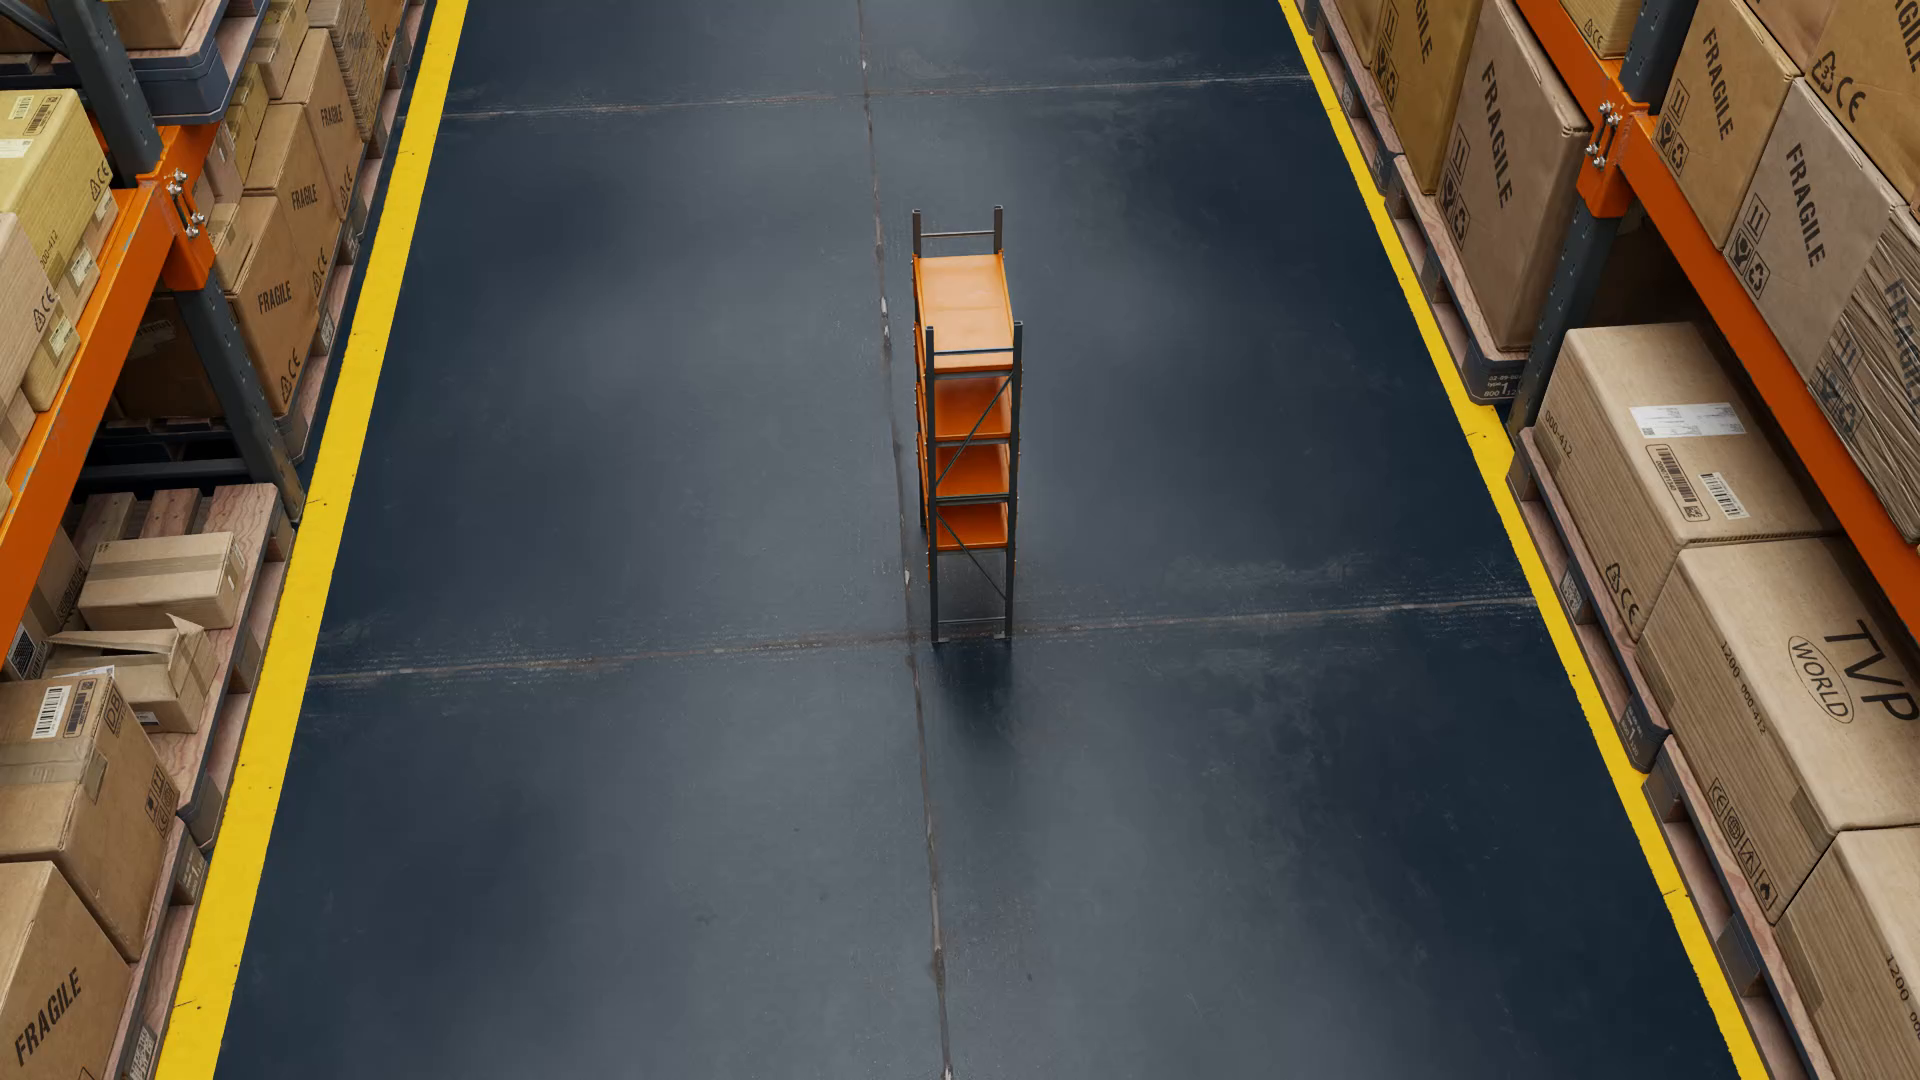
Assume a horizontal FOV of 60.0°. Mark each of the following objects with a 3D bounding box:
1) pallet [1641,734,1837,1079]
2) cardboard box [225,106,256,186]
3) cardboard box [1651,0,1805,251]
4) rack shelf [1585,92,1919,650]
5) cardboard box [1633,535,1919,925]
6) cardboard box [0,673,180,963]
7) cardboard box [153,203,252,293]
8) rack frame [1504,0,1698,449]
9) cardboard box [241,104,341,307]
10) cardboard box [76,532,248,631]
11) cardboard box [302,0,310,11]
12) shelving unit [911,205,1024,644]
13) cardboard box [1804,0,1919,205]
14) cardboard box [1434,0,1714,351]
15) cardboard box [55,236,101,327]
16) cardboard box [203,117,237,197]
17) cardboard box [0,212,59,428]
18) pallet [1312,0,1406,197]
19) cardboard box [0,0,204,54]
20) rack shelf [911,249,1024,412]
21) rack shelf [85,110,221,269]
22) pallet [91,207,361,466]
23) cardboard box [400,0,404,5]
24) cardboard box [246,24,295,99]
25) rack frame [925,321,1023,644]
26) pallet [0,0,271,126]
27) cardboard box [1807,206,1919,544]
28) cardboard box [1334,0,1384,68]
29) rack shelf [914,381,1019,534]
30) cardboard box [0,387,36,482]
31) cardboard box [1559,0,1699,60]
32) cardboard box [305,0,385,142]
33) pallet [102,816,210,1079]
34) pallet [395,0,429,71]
[{"bbox_3d":[2.431,1.000,4.157,1.003,0.211,1.213,-3,47,-3],"label":"pallet"},{"bbox_3d":[-2.504,-1.258,5.361,0.380,0.149,0.250,-6,47,-5],"label":"cardboard box"},{"bbox_3d":[2.118,-1.077,4.135,0.500,0.500,0.500,-2,47,-2],"label":"cardboard box"},{"bbox_3d":[2.508,0.296,3.399,1.077,0.370,4.000,-3,47,-3],"label":"rack shelf"},{"bbox_3d":[2.361,0.447,4.236,0.875,0.438,0.875,-5,47,-4],"label":"cardboard box"},{"bbox_3d":[-2.347,0.695,3.958,0.700,0.500,0.500,-5,47,-5],"label":"cardboard box"},{"bbox_3d":[-2.371,-0.877,5.001,0.380,0.149,0.250,-1,47,-1],"label":"cardboard box"},{"bbox_3d":[2.340,-1.398,4.508,1.000,3.000,0.127,-3,47,-3],"label":"rack frame"},{"bbox_3d":[-2.476,-1.127,5.684,0.500,0.500,0.500,-4,47,-4],"label":"cardboard box"},{"bbox_3d":[-2.267,0.127,4.738,0.380,0.149,0.250,-5,47,-4],"label":"cardboard box"},{"bbox_3d":[-2.594,-2.012,6.075,0.380,0.149,0.250,-3,47,-3],"label":"cardboard box"},{"bbox_3d":[0.014,-0.293,4.701,0.258,1.200,0.503,-3,47,-3],"label":"shelving unit"},{"bbox_3d":[2.175,-1.051,3.422,0.500,0.500,0.500,-4,47,-4],"label":"cardboard box"},{"bbox_3d":[2.208,-1.256,5.547,0.875,0.875,0.875,-2,47,-2],"label":"cardboard box"},{"bbox_3d":[-2.284,-0.605,3.930,0.380,0.149,0.250,-2,47,-2],"label":"cardboard box"},{"bbox_3d":[-2.440,-1.165,5.068,0.380,0.149,0.250,-6,47,-5],"label":"cardboard box"},{"bbox_3d":[-2.263,-0.429,3.489,0.500,0.250,0.500,-3,47,-3],"label":"cardboard box"},{"bbox_3d":[2.095,-1.878,6.883,1.003,0.211,1.213,-3,47,-3],"label":"pallet"},{"bbox_3d":[-2.423,-1.636,4.376,0.700,0.500,0.500,-2,47,-2],"label":"cardboard box"},{"bbox_3d":[0.014,-0.563,4.416,0.258,0.148,0.480,-3,47,-3],"label":"rack shelf"},{"bbox_3d":[-2.773,-2.293,5.852,1.077,0.370,4.000,-3,47,-3],"label":"rack shelf"},{"bbox_3d":[-2.712,-0.721,5.788,1.003,0.211,1.213,-3,47,-3],"label":"pallet"},{"bbox_3d":[-2.660,-2.617,7.095,0.500,0.500,0.500,-4,47,-4],"label":"cardboard box"},{"bbox_3d":[-2.524,-1.639,5.722,0.380,0.149,0.250,-4,47,-3],"label":"cardboard box"},{"bbox_3d":[0.034,-0.116,4.534,0.240,1.200,0.015,-3,47,-3],"label":"rack frame"},{"bbox_3d":[-2.564,-1.613,4.844,1.003,0.211,1.213,-3,47,-3],"label":"pallet"},{"bbox_3d":[2.192,-0.353,3.449,0.500,0.500,0.500,-3,47,-3],"label":"cardboard box"},{"bbox_3d":[2.051,-2.556,6.779,0.875,0.875,0.875,-3,47,-3],"label":"cardboard box"},{"bbox_3d":[0.014,-0.247,4.750,0.258,0.148,0.480,-3,47,-3],"label":"rack shelf"},{"bbox_3d":[-2.243,-0.227,3.572,0.380,0.149,0.250,-2,47,-2],"label":"cardboard box"},{"bbox_3d":[2.051,-1.656,4.856,0.500,0.250,0.500,-4,47,-4],"label":"cardboard box"},{"bbox_3d":[-2.551,-1.864,6.382,0.500,0.500,0.500,-5,47,-5],"label":"cardboard box"},{"bbox_3d":[-2.444,1.247,3.924,1.003,0.211,1.213,-3,47,-3],"label":"pallet"},{"bbox_3d":[-2.916,-2.486,7.460,1.003,0.211,1.213,-3,47,-3],"label":"pallet"}]
